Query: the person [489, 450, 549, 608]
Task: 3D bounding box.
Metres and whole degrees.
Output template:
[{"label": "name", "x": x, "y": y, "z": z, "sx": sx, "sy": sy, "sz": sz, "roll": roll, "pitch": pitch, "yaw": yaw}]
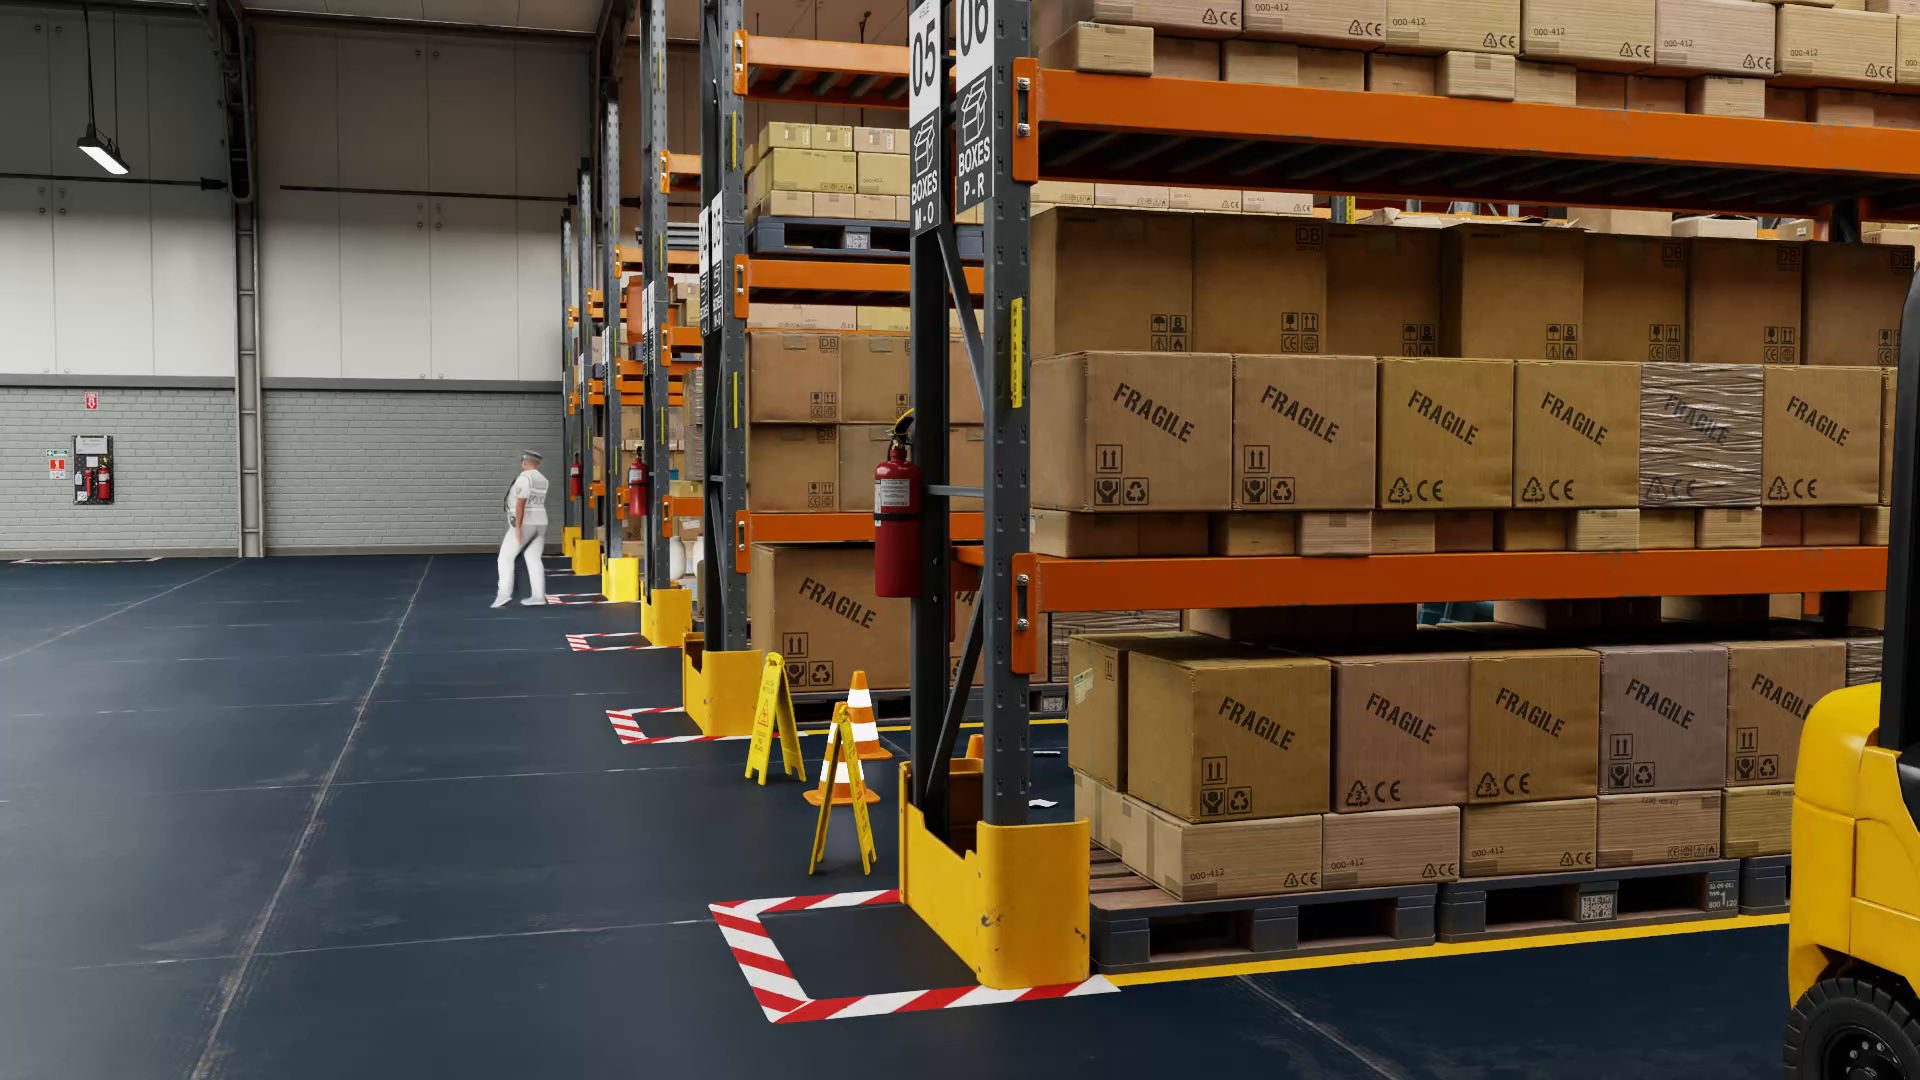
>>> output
[{"label": "person", "x": -4.895, "y": -0.100, "z": 18.609, "sx": 0.595, "sy": 1.808, "sz": 0.588, "roll": 1, "pitch": 3, "yaw": 23}]
